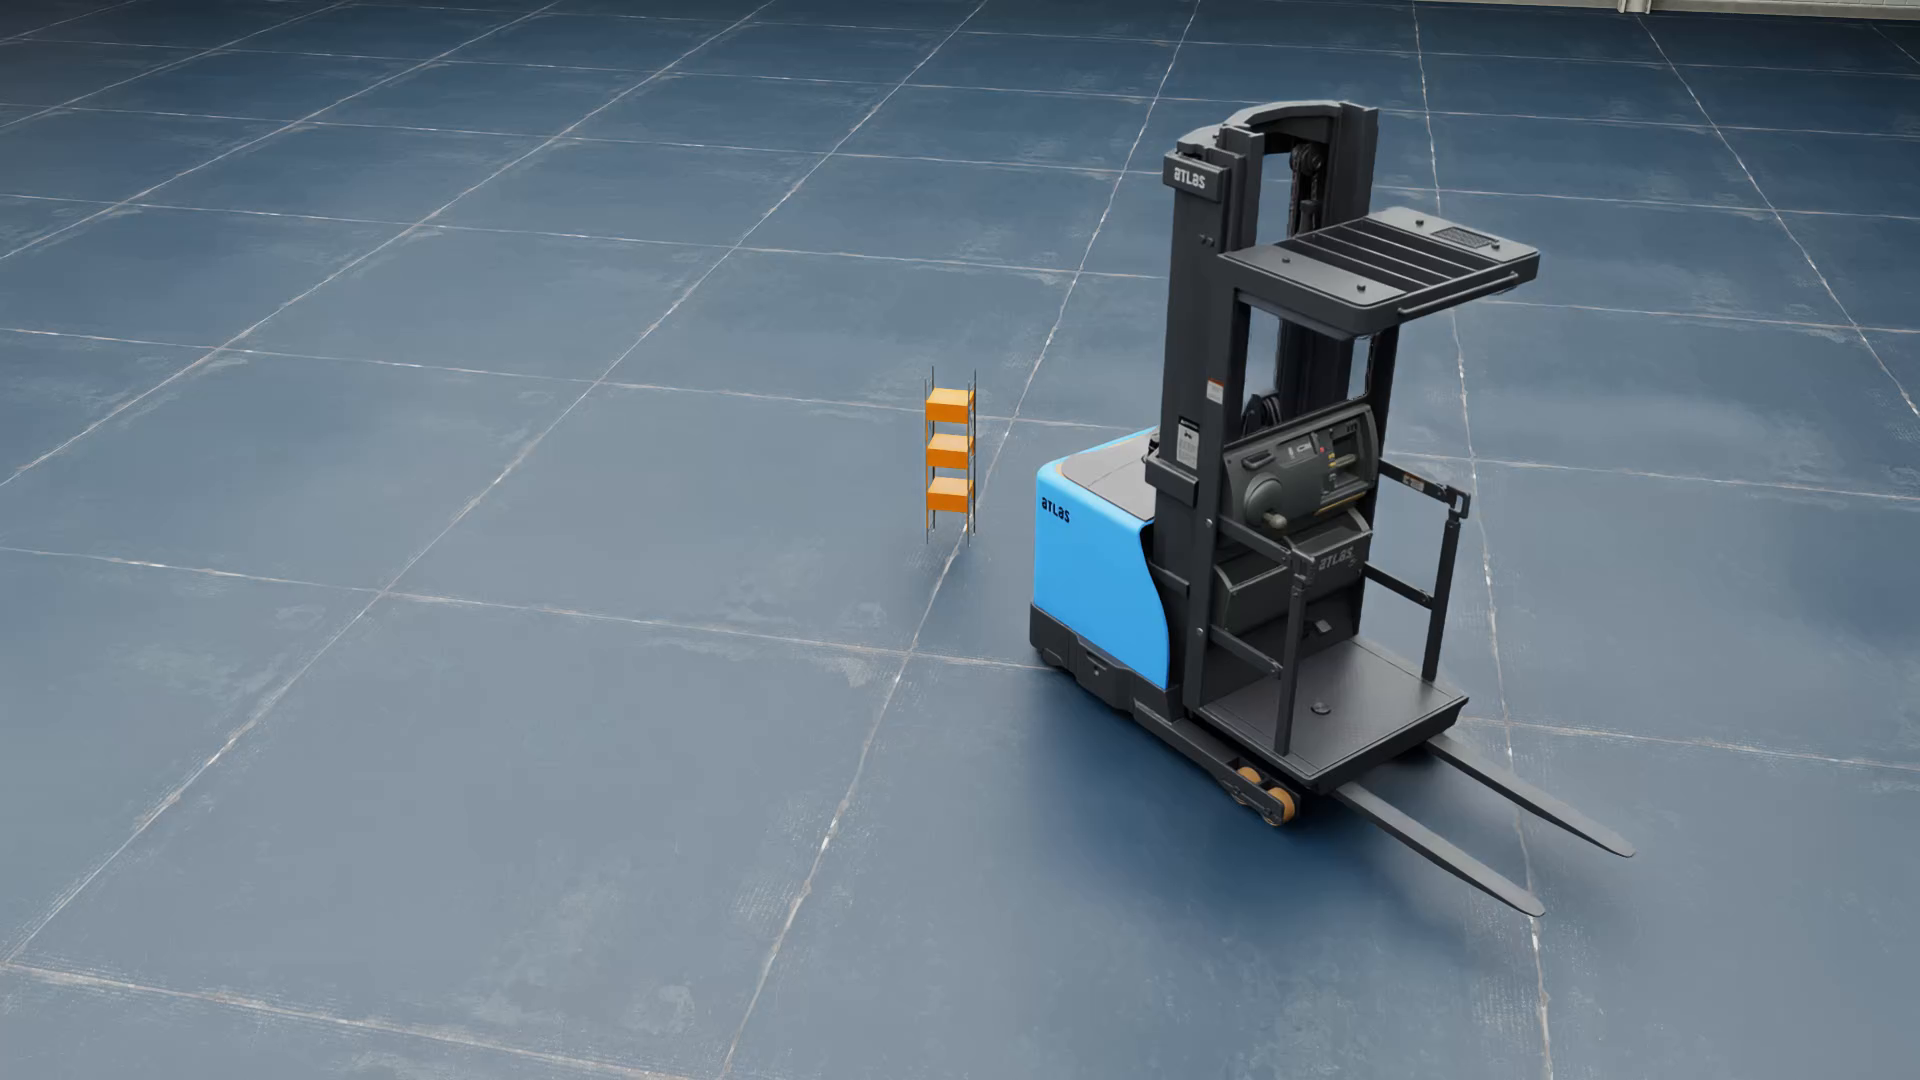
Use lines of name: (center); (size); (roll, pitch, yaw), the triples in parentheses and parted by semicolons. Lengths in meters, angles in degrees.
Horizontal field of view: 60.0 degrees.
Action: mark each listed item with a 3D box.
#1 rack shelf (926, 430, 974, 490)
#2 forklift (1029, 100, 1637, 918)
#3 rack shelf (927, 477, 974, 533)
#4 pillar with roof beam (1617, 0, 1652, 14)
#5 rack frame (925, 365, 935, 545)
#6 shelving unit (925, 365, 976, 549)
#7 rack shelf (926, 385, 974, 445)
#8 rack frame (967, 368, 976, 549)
rack shelf: (-0.052, -0.457, 9.513); (0.240, 0.259, 0.215); (6, 29, 11)
forklift: (1.644, -0.279, 7.208); (1.130, 2.935, 3.031); (-20, 34, -32)
rack shelf: (-0.052, -0.213, 9.646); (0.240, 0.259, 0.215); (6, 29, 11)
pillar with roof beam: (8.529, -9.336, 17.433); (0.400, 9.000, 9.100); (6, 29, 11)
rack frame: (-0.172, -0.478, 9.530); (0.008, 1.050, 0.200); (6, 29, 11)
shelving unit: (-0.052, -0.466, 9.508); (0.252, 1.050, 0.215); (6, 29, 11)
rack shelf: (-0.052, -0.705, 9.377); (0.240, 0.259, 0.215); (6, 29, 11)
rack frame: (0.067, -0.454, 9.485); (0.008, 1.050, 0.200); (6, 29, 11)
